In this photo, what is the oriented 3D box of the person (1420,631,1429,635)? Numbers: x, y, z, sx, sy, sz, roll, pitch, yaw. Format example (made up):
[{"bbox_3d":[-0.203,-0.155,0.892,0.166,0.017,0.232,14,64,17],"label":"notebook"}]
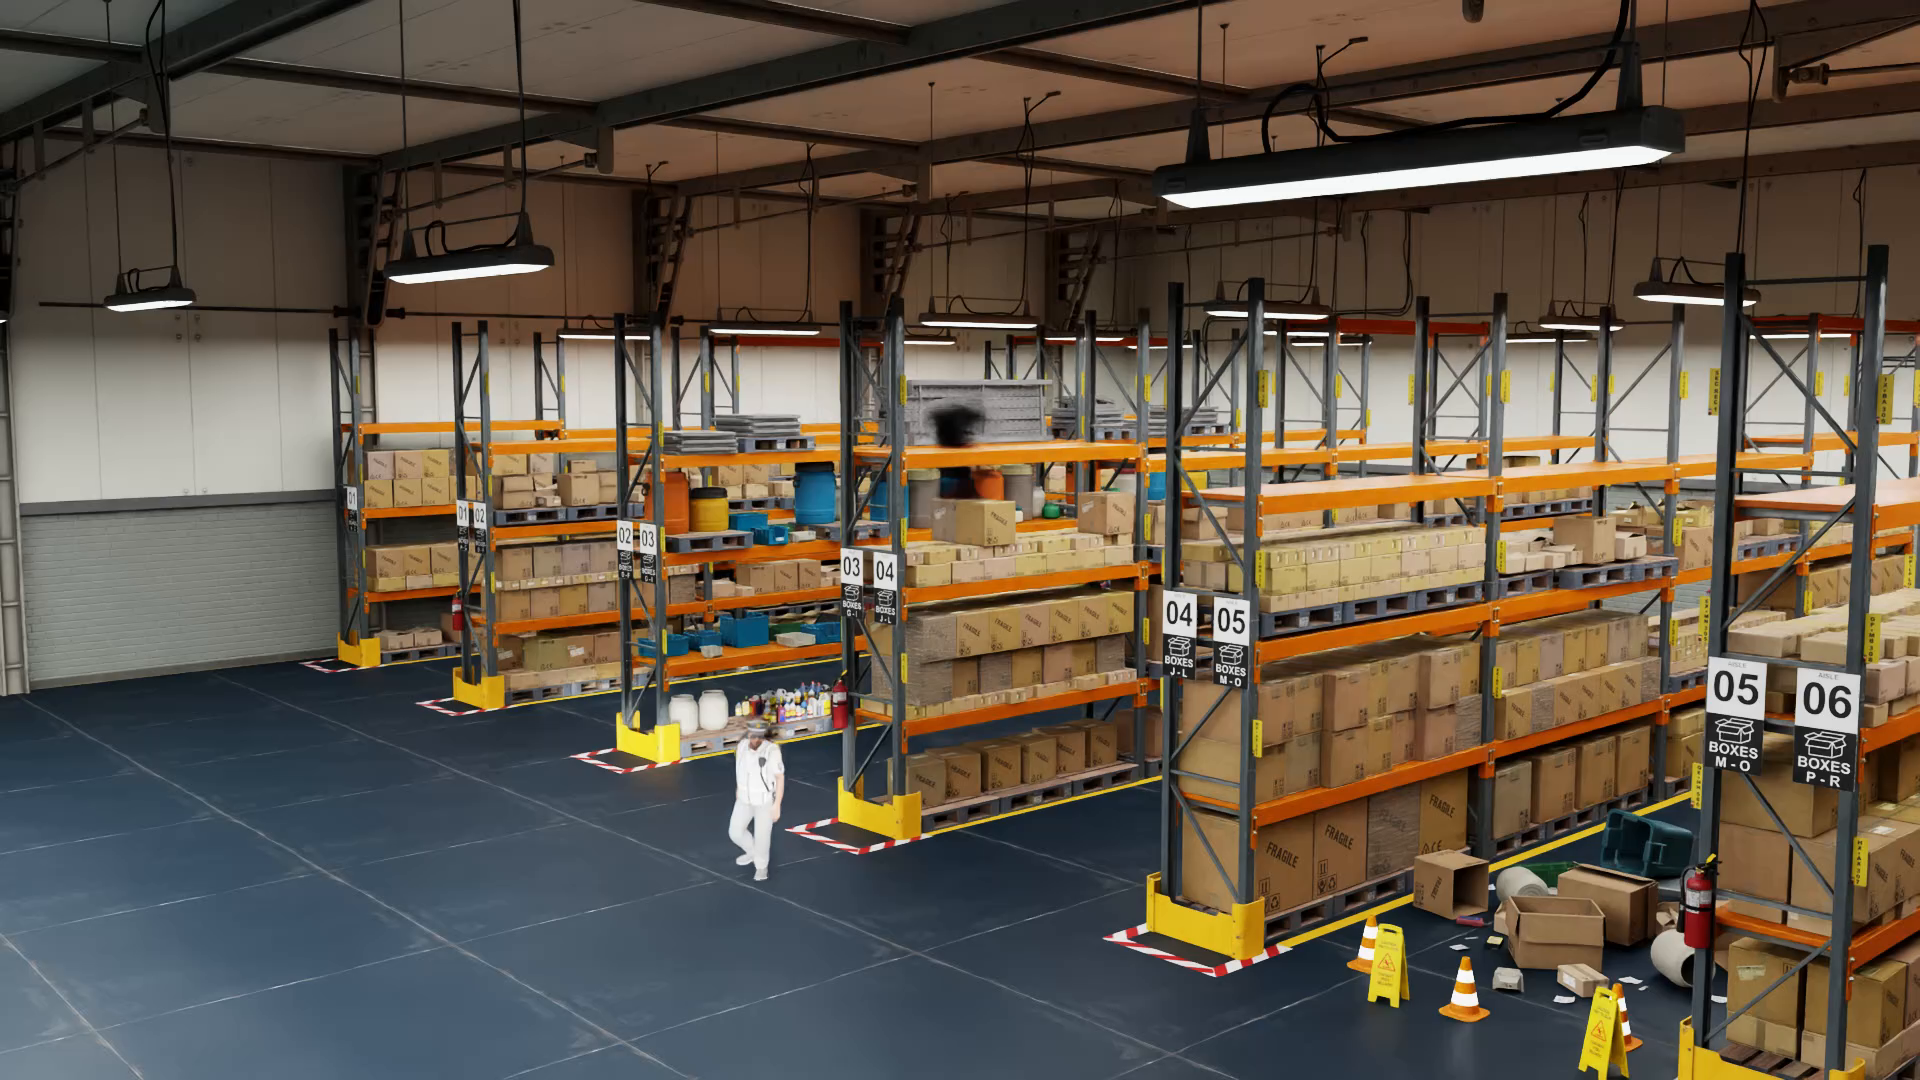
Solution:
[{"bbox_3d":[6.408,2.039,23.240,0.569,1.732,0.715,6,8,44],"label":"person"}]

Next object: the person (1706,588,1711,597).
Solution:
[{"bbox_3d":[12.333,1.622,27.192,0.634,1.728,0.648,-5,8,-42],"label":"person"}]

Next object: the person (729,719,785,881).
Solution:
[{"bbox_3d":[-2.079,2.642,17.040,0.707,1.708,0.587,2,6,21],"label":"person"}]
